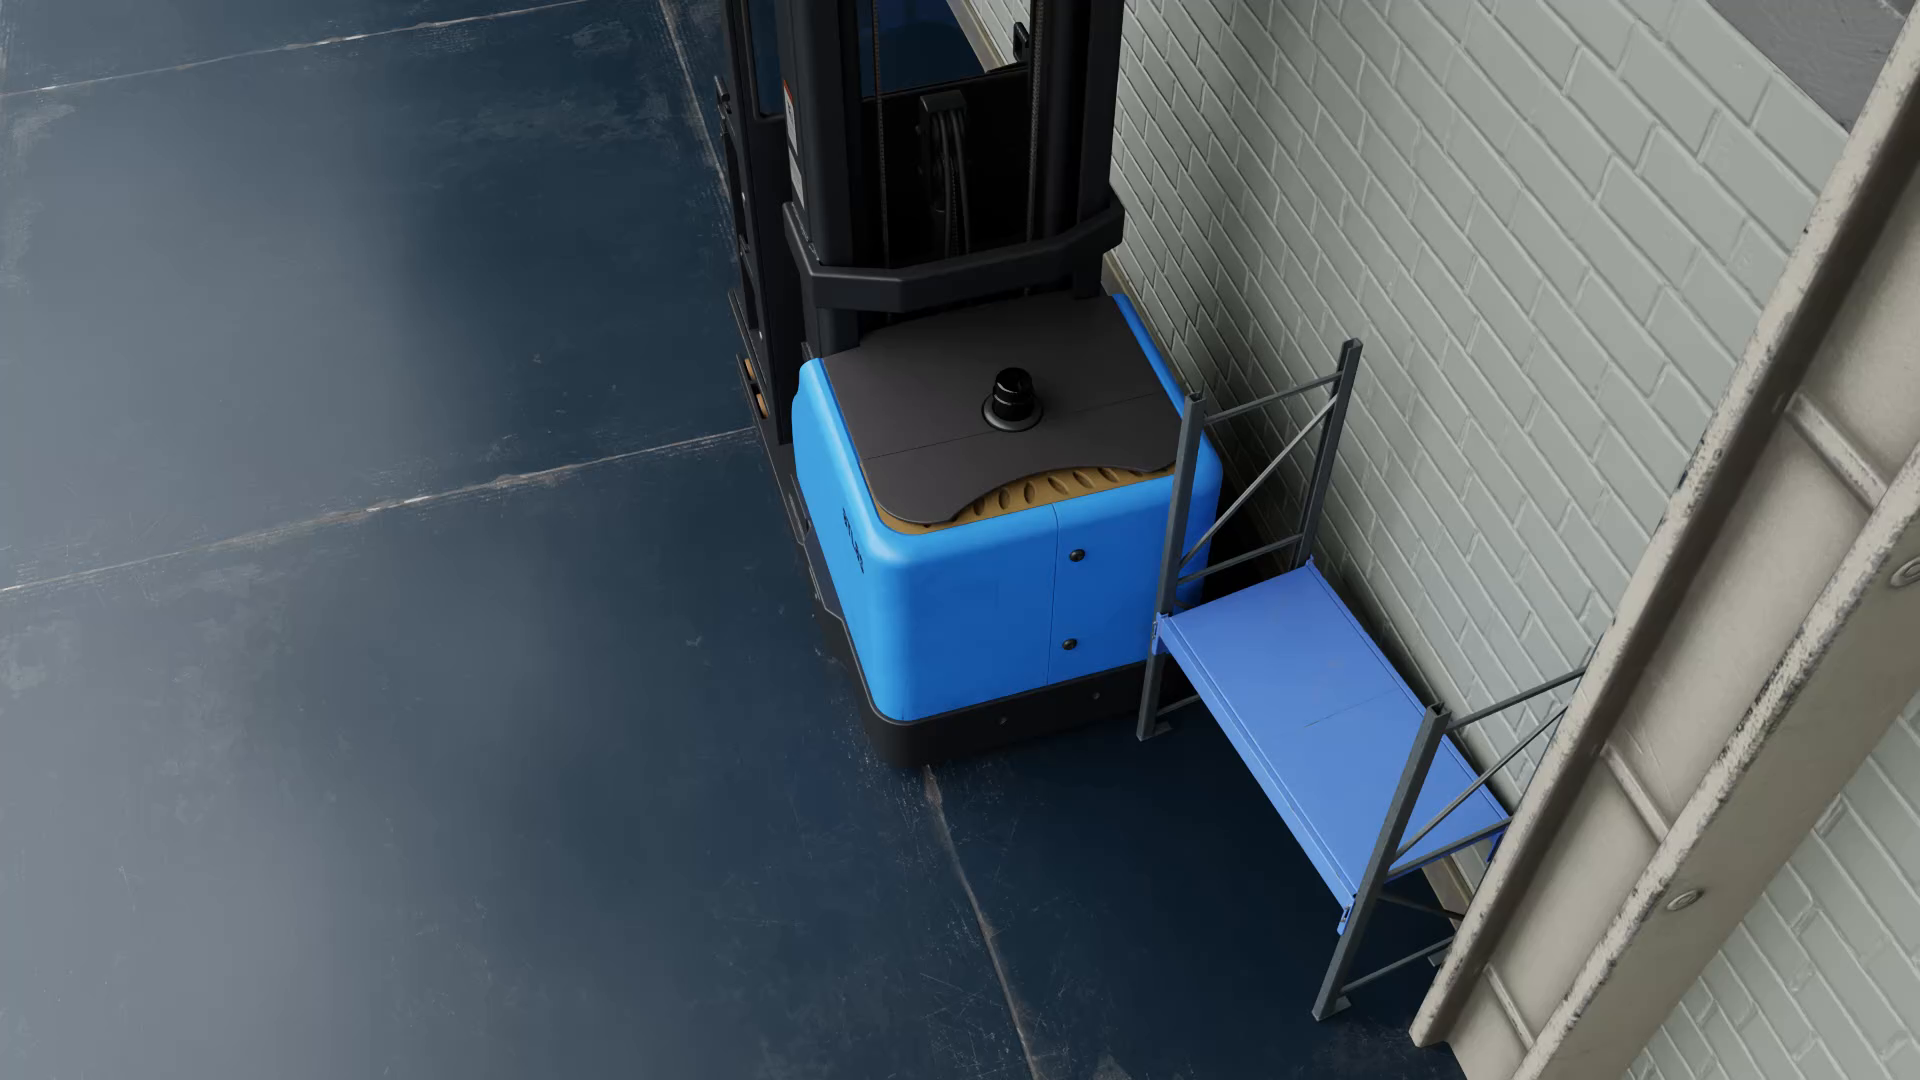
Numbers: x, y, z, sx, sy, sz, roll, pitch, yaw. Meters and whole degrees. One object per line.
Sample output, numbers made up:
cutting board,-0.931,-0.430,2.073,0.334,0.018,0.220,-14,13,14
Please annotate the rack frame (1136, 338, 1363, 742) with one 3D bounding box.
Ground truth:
rack frame,0.787,0.059,4.719,0.500,1.500,0.032,-19,53,-16

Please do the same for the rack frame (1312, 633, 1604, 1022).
rack frame,1.214,0.765,4.124,0.500,1.500,0.032,-19,53,-16

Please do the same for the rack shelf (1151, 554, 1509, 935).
rack shelf,1.001,0.528,4.559,0.538,0.185,1.000,-19,53,-16

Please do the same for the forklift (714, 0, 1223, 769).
forklift,-0.189,-1.404,5.017,1.130,2.935,3.031,-14,51,-11

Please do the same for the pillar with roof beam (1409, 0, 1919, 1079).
pillar with roof beam,-2.666,-0.462,0.254,9.100,9.000,0.400,-13,51,-11

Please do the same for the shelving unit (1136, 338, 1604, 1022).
shelving unit,1.001,0.412,4.422,0.538,1.500,1.048,-19,53,-16
